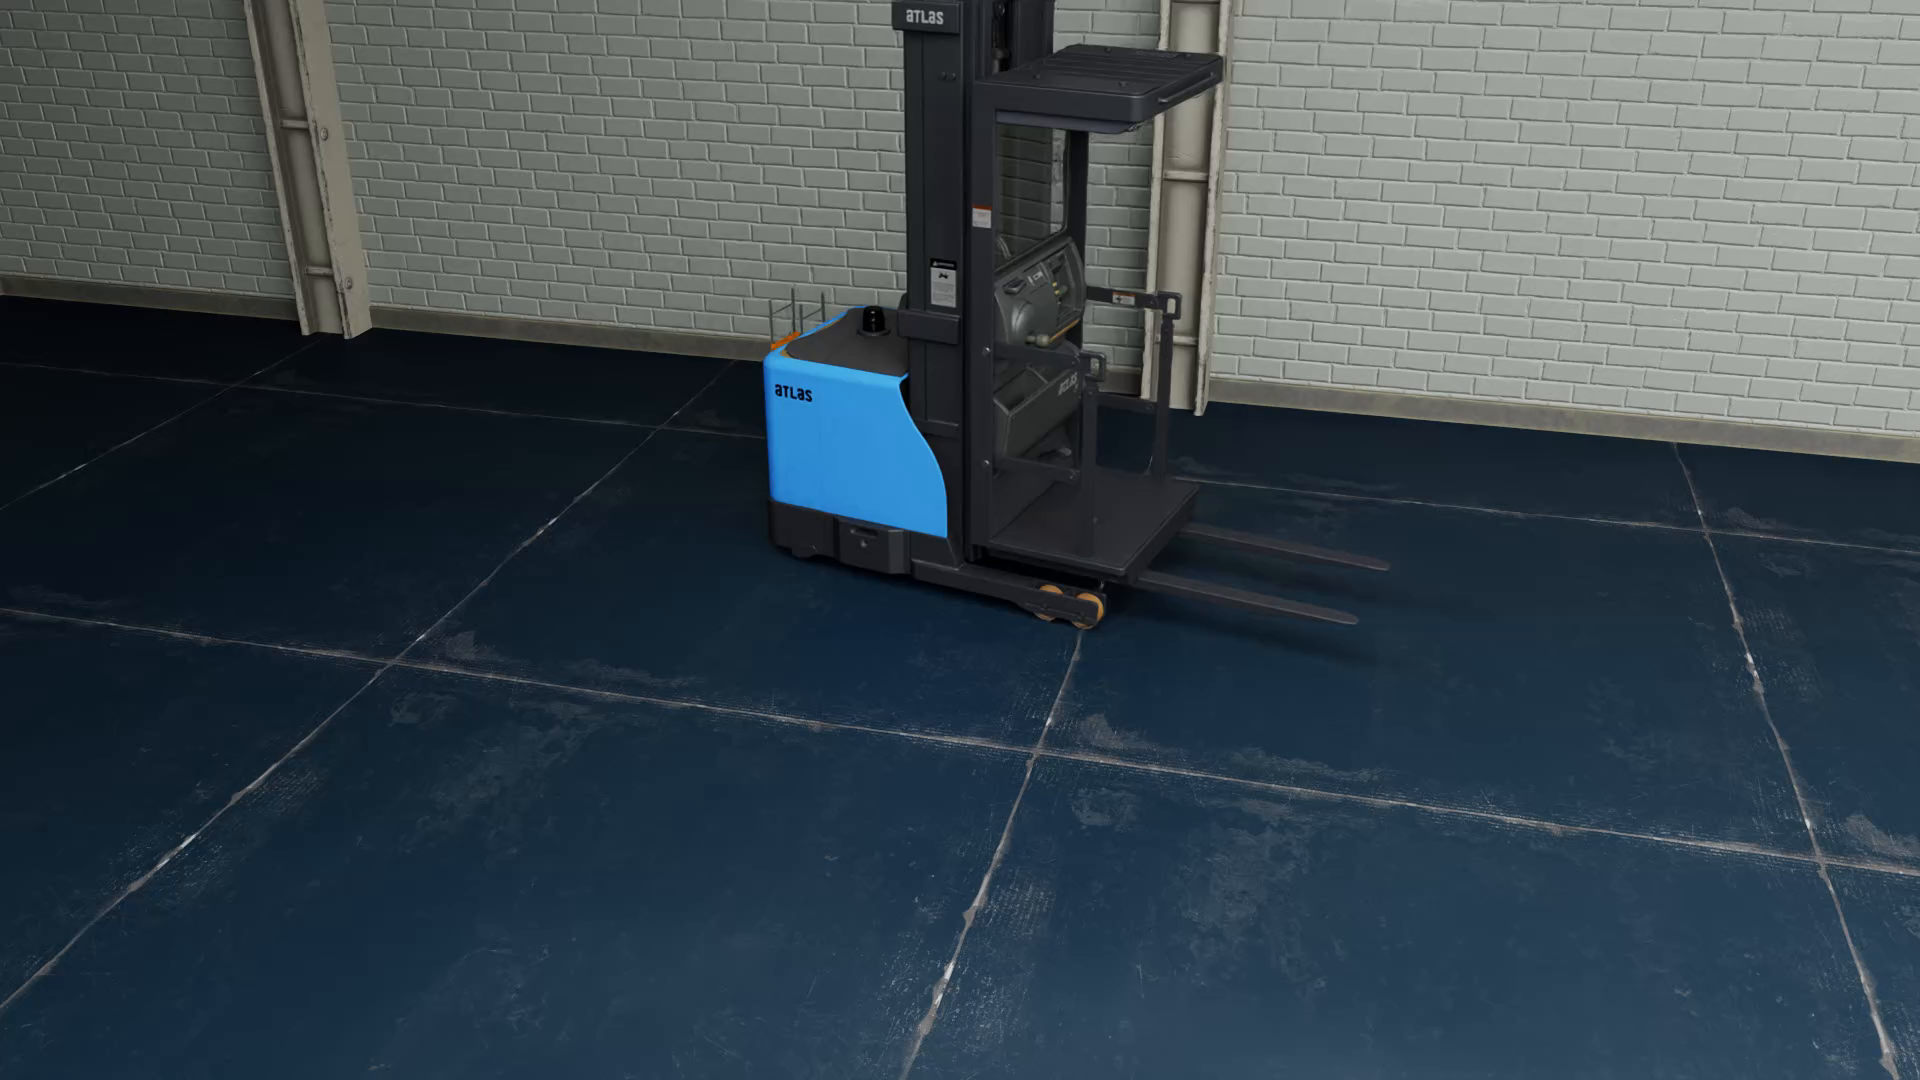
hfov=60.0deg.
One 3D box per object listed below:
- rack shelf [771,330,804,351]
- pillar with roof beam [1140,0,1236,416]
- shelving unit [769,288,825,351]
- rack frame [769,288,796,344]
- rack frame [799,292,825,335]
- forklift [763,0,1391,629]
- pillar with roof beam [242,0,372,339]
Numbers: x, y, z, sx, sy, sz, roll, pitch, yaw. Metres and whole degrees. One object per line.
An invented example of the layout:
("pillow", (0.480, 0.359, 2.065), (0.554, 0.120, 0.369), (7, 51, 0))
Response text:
("rack shelf", (-0.847, -1.006, 8.732), (0.180, 0.103, 0.258), (12, 28, 24))
("pillar with roof beam", (0.287, -3.131, 4.857), (0.400, 9.000, 9.100), (6, 26, 13))
("shelving unit", (-0.846, -0.721, 8.868), (0.189, 1.200, 0.258), (12, 28, 24))
("rack frame", (-0.928, -0.738, 8.904), (0.006, 1.200, 0.240), (12, 28, 24))
("rack frame", (-0.764, -0.703, 8.831), (0.006, 1.200, 0.240), (12, 28, 24))
("forklift", (0.566, -1.163, 7.784), (3.031, 2.935, 1.130), (12, 28, 24))
("pillar with roof beam", (-5.524, -3.773, 6.207), (0.400, 9.000, 9.100), (6, 26, 13))
